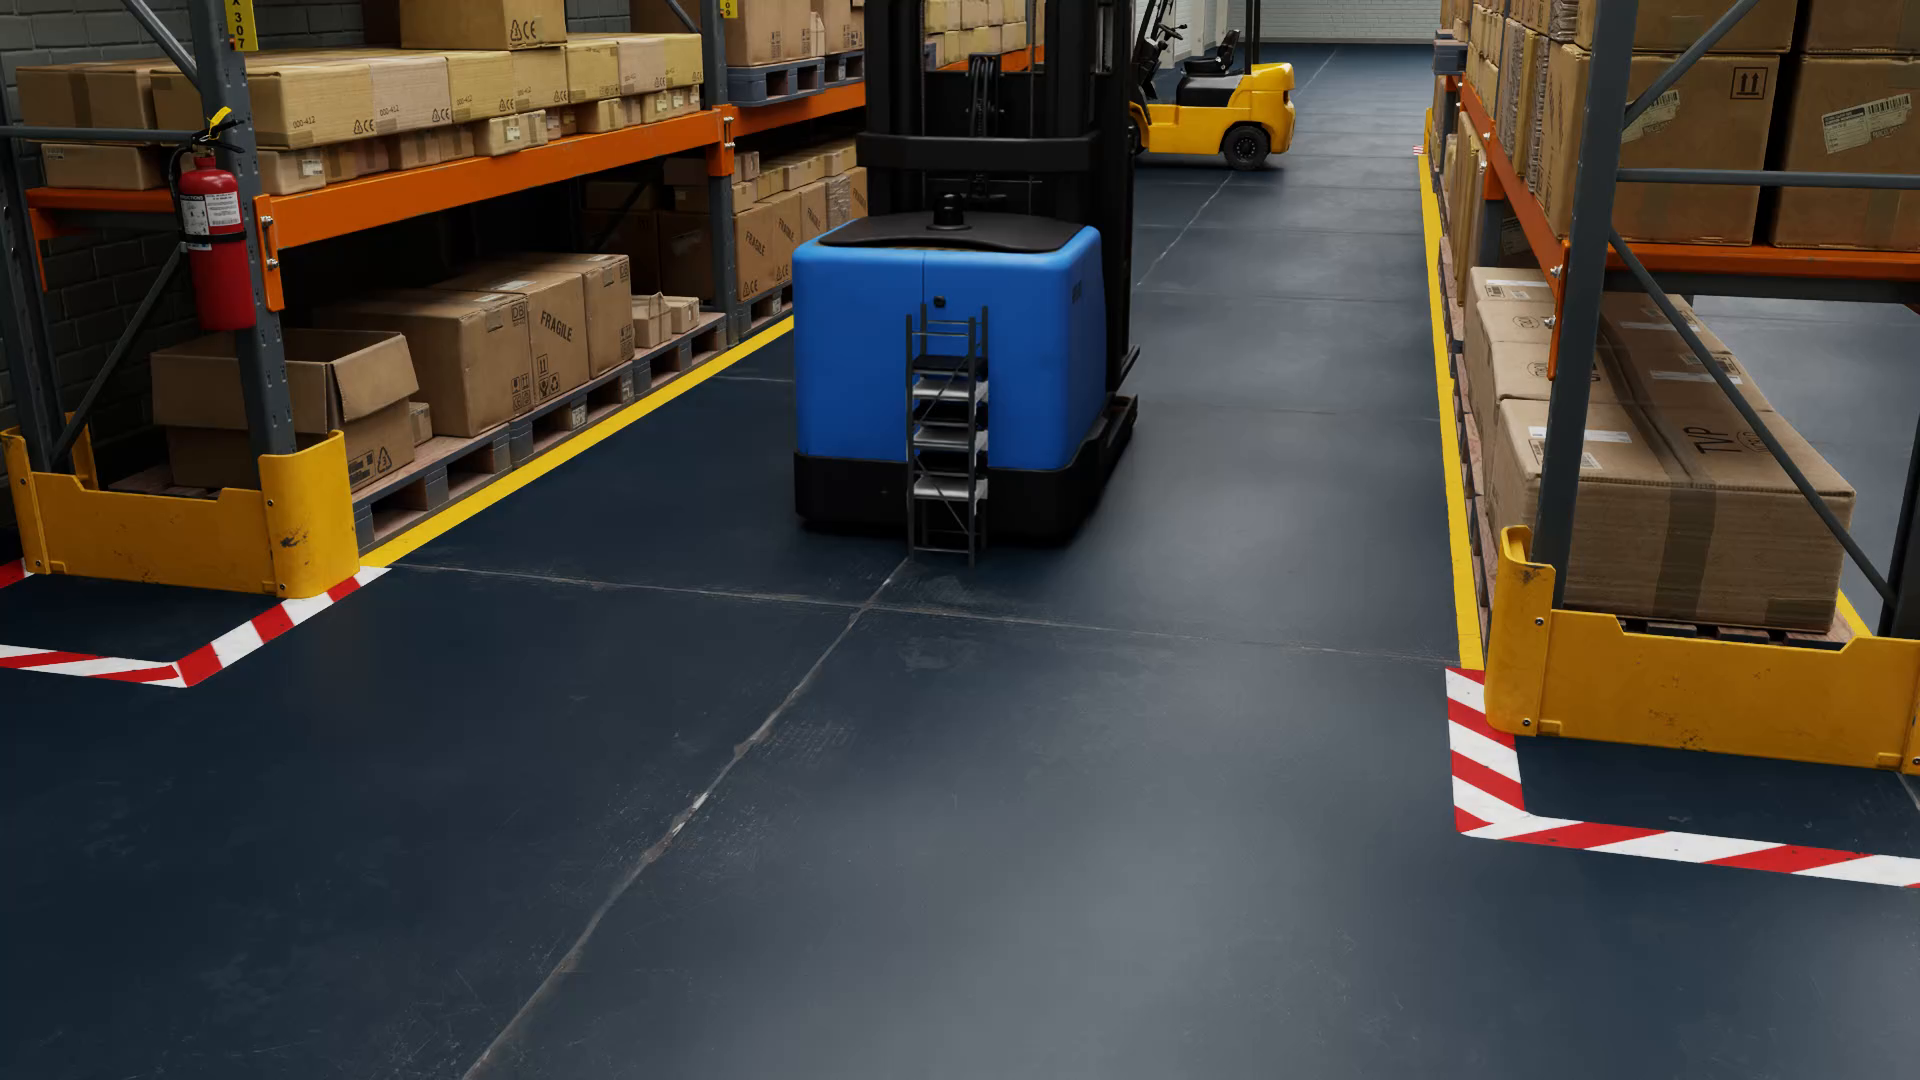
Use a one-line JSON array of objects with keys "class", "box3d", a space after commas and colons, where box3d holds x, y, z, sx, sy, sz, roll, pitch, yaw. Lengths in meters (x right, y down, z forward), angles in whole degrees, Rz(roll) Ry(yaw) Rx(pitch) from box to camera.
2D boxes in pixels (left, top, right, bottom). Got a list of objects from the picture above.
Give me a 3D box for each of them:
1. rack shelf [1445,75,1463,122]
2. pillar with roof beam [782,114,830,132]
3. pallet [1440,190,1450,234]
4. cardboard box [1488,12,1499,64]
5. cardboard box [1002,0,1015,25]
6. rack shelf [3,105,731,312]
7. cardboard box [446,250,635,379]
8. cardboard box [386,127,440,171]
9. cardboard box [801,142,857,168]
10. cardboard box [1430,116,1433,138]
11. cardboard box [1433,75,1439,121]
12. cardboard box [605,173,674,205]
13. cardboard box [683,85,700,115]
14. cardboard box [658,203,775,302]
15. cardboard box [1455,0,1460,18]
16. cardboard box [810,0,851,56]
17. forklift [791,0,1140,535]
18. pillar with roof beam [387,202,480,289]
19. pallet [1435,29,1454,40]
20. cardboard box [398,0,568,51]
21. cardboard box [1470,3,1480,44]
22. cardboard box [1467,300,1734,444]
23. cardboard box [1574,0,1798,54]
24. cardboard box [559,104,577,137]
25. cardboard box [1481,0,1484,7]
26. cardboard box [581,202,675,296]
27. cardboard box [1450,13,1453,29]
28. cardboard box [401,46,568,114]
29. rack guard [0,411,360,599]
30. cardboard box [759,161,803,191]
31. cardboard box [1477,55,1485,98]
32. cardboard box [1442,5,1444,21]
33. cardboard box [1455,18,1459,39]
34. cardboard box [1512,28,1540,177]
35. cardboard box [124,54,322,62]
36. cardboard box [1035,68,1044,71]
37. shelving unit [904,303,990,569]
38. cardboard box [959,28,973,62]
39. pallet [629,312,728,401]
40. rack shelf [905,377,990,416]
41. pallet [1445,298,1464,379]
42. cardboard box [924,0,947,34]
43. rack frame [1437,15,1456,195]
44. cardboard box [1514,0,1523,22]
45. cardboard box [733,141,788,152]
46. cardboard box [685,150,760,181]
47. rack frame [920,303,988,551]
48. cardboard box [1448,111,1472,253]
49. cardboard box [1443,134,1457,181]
[{"class": "rack shelf", "box3d": [4.528, -3.695, 13.477, 1.077, 0.370, 4.000, 5, 19, 13]}, {"class": "pillar with roof beam", "box3d": [2.844, -6.778, 12.109, 9.100, 9.000, 0.400, 5, 19, 13]}, {"class": "pallet", "box3d": [4.531, -2.715, 13.808, 1.003, 0.211, 1.213, 5, 19, 13]}, {"class": "cardboard box", "box3d": [3.049, -2.635, 8.719, 0.500, 0.250, 0.500, 5, 20, 15]}, {"class": "cardboard box", "box3d": [0.211, -4.882, 15.300, 0.500, 0.250, 0.500, 4, 19, 12]}, {"class": "rack shelf", "box3d": [-2.241, -1.578, 7.280, 1.077, 0.370, 4.000, 5, 19, 13]}, {"class": "cardboard box", "box3d": [-1.988, -1.082, 7.932, 0.700, 0.500, 0.500, 4, 19, 11]}, {"class": "cardboard box", "box3d": [-2.214, -1.497, 6.318, 0.380, 0.149, 0.250, 5, 20, 15]}, {"class": "cardboard box", "box3d": [-0.903, -2.701, 11.668, 0.380, 0.149, 0.250, 5, 20, 15]}, {"class": "cardboard box", "box3d": [5.528, -4.582, 18.566, 0.500, 0.250, 0.500, 4, 19, 13]}, {"class": "cardboard box", "box3d": [5.400, -4.765, 17.942, 0.500, 0.500, 0.500, 4, 19, 11]}, {"class": "cardboard box", "box3d": [-1.883, -2.089, 9.877, 0.380, 0.149, 0.250, 5, 19, 13]}, {"class": "cardboard box", "box3d": [-1.585, -2.306, 8.688, 0.380, 0.149, 0.250, 5, 19, 14]}, {"class": "cardboard box", "box3d": [-1.416, -1.695, 9.727, 0.500, 0.500, 0.500, 6, 20, 16]}, {"class": "cardboard box", "box3d": [4.118, -4.281, 12.815, 0.500, 0.500, 0.500, 3, 19, 10]}, {"class": "cardboard box", "box3d": [-1.099, -3.334, 10.502, 0.700, 0.500, 0.500, 5, 19, 13]}, {"class": "forklift", "box3d": [0.204, -1.845, 7.056, 1.130, 2.935, 3.031, 4, 19, 12]}, {"class": "pillar with roof beam", "box3d": [1.378, -4.897, 6.603, 9.100, 9.000, 0.400, 5, 19, 13]}, {"class": "pallet", "box3d": [4.688, -4.343, 14.559, 1.003, 0.211, 1.213, 5, 19, 13]}, {"class": "cardboard box", "box3d": [-1.992, -2.307, 6.914, 0.500, 0.500, 0.500, 5, 20, 15]}, {"class": "cardboard box", "box3d": [3.676, -3.434, 11.061, 0.500, 0.250, 0.500, 5, 19, 13]}, {"class": "cardboard box", "box3d": [2.586, -0.672, 6.828, 0.875, 0.438, 0.875, 4, 19, 12]}, {"class": "cardboard box", "box3d": [1.971, -1.591, 4.503, 0.500, 0.500, 0.500, 5, 20, 15]}, {"class": "cardboard box", "box3d": [-1.965, -1.905, 7.514, 0.380, 0.149, 0.250, 5, 19, 14]}, {"class": "cardboard box", "box3d": [3.428, -3.476, 10.023, 0.500, 0.500, 0.500, 5, 20, 15]}, {"class": "cardboard box", "box3d": [-1.919, -1.738, 9.854, 0.500, 0.500, 0.500, 5, 19, 13]}, {"class": "cardboard box", "box3d": [4.884, -5.009, 15.597, 0.500, 0.500, 0.500, 4, 19, 12]}, {"class": "cardboard box", "box3d": [-2.010, -1.961, 7.061, 0.500, 0.250, 0.500, 4, 19, 12]}, {"class": "rack guard", "box3d": [-2.711, -0.132, 5.802, 1.175, 0.500, 0.348, 5, 19, 13]}, {"class": "cardboard box", "box3d": [-1.211, -2.296, 10.483, 0.380, 0.149, 0.250, 5, 19, 13]}, {"class": "cardboard box", "box3d": [3.316, -2.722, 9.749, 0.500, 0.250, 0.500, 5, 19, 13]}, {"class": "cardboard box", "box3d": [5.485, -5.815, 17.955, 0.500, 0.500, 0.500, 5, 20, 15]}, {"class": "cardboard box", "box3d": [4.027, -3.947, 12.842, 0.380, 0.149, 0.250, 5, 19, 14]}, {"class": "cardboard box", "box3d": [2.312, -1.601, 6.080, 0.500, 0.500, 0.500, 5, 20, 15]}, {"class": "cardboard box", "box3d": [-2.748, -1.688, 6.261, 0.500, 0.250, 0.500, 5, 19, 14]}, {"class": "cardboard box", "box3d": [1.137, -5.189, 18.795, 0.500, 0.250, 0.500, 5, 19, 14]}, {"class": "shelving unit", "box3d": [-0.043, -0.364, 5.862, 0.258, 0.900, 0.210, 4, 19, 12]}, {"class": "cardboard box", "box3d": [-0.183, -4.167, 13.979, 0.500, 0.250, 0.500, 4, 19, 12]}, {"class": "pallet", "box3d": [-1.921, -1.010, 8.819, 1.003, 0.211, 1.213, 5, 19, 13]}, {"class": "rack shelf", "box3d": [-0.043, -0.503, 5.815, 0.258, 0.077, 0.200, 4, 19, 12]}, {"class": "pallet", "box3d": [3.177, -1.083, 9.031, 1.003, 0.211, 1.213, 5, 19, 13]}, {"class": "cardboard box", "box3d": [-0.406, -4.082, 12.958, 0.500, 0.250, 0.500, 5, 19, 13]}, {"class": "rack frame", "box3d": [5.016, -4.662, 15.196, 1.000, 3.000, 0.127, 5, 19, 13]}, {"class": "cardboard box", "box3d": [2.581, -2.387, 6.834, 0.500, 0.500, 0.500, 4, 19, 13]}, {"class": "cardboard box", "box3d": [-1.435, -2.740, 11.782, 0.380, 0.149, 0.250, 4, 19, 11]}, {"class": "cardboard box", "box3d": [-1.390, -2.185, 9.699, 0.380, 0.149, 0.250, 4, 19, 11]}, {"class": "rack frame", "box3d": [-0.021, -0.396, 5.956, 0.240, 0.900, 0.006, 4, 19, 12]}, {"class": "cardboard box", "box3d": [3.790, -2.391, 11.186, 0.875, 0.875, 0.875, 4, 19, 13]}, {"class": "cardboard box", "box3d": [4.891, -3.452, 15.071, 0.950, 0.372, 0.625, 5, 19, 14]}]
